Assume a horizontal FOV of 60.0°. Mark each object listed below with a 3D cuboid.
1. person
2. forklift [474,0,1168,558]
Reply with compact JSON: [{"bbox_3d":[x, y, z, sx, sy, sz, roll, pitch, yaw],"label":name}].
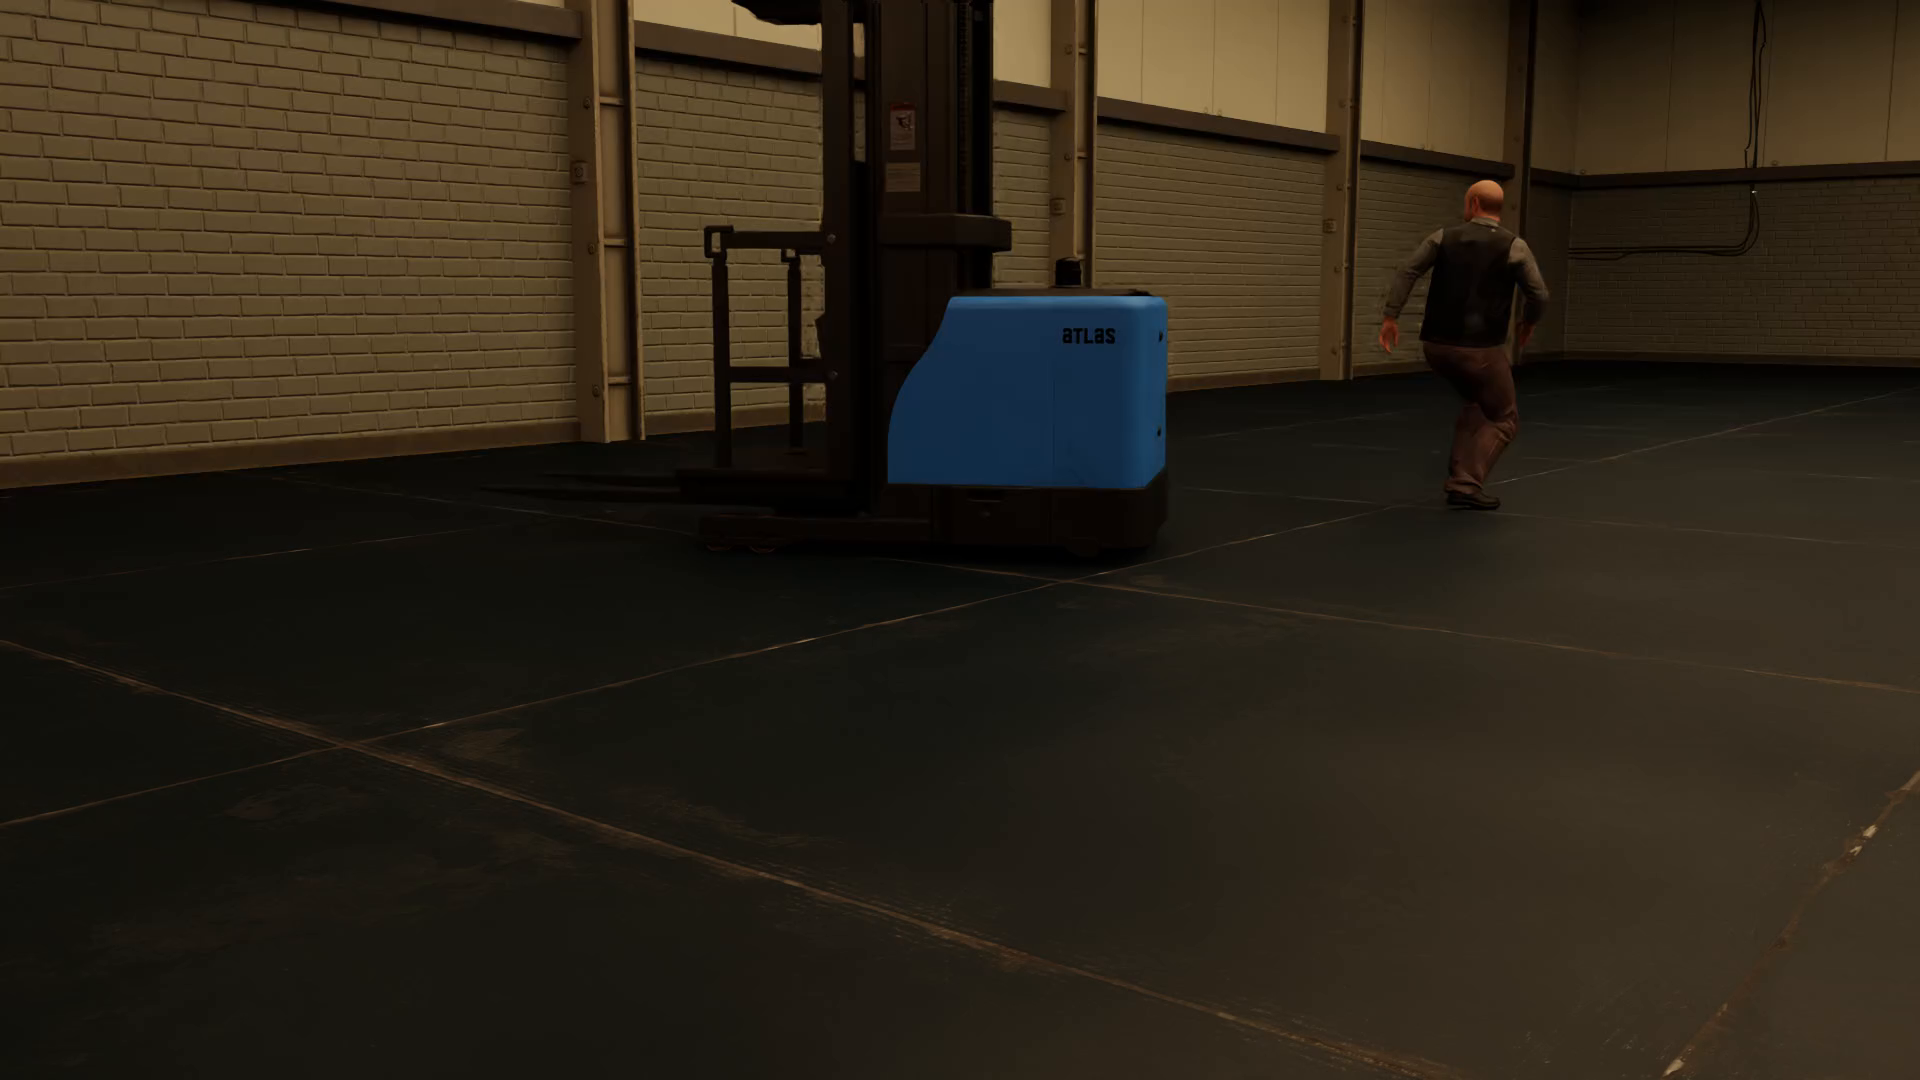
[{"bbox_3d":[2.611,-0.970,8.485,0.746,1.700,0.655,-6,10,-34],"label":"person"},{"bbox_3d":[-0.631,-1.463,7.278,3.031,2.935,1.130,2,9,12],"label":"forklift"}]
